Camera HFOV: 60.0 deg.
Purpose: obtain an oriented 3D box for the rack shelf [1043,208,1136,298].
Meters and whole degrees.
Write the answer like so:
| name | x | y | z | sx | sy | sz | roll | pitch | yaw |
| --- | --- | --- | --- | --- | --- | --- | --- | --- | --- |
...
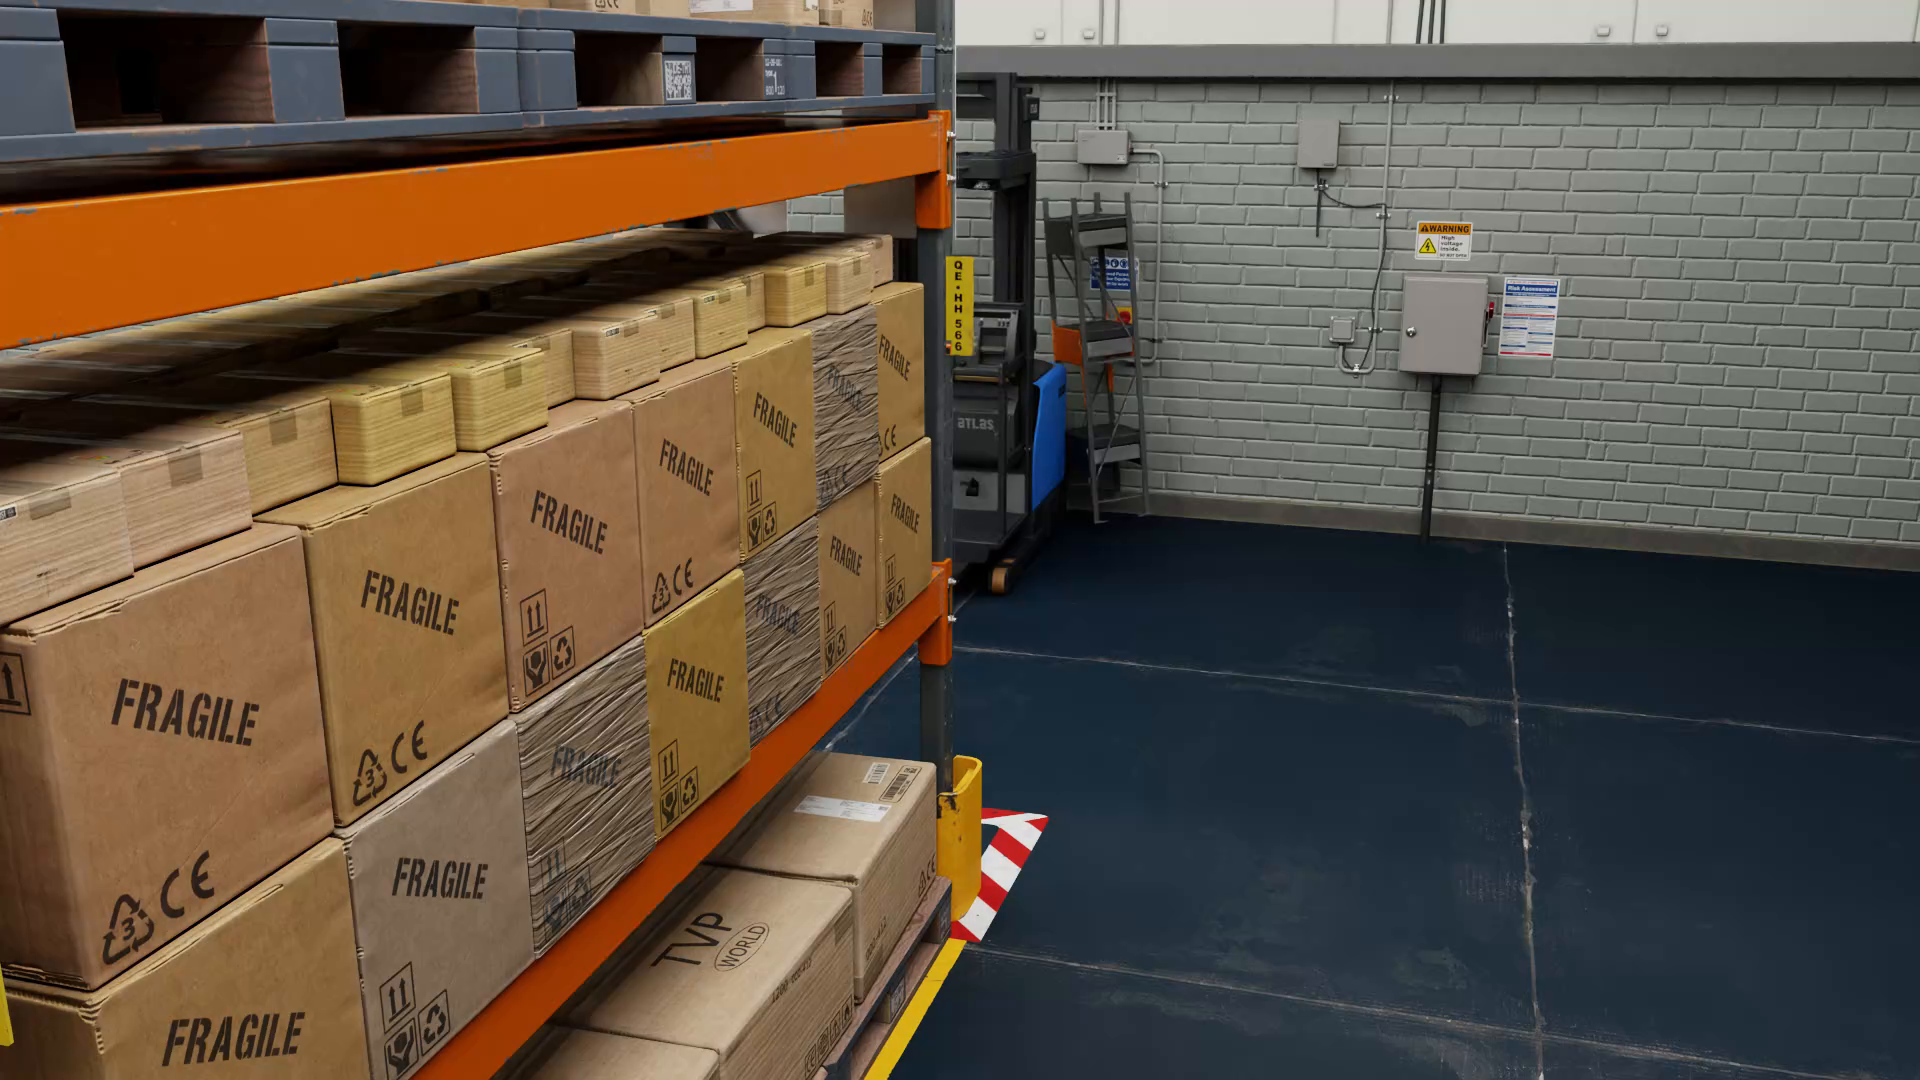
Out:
| name | x | y | z | sx | sy | sz | roll | pitch | yaw |
| --- | --- | --- | --- | --- | --- | --- | --- | --- | --- |
| rack shelf | 0.838 | -1.865 | 10.765 | 0.431 | 0.518 | 0.480 | -9 | 14 | -17 |

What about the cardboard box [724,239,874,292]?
| name | x | y | z | sx | sy | sz | roll | pitch | yaw |
| --- | --- | --- | --- | --- | --- | --- | --- | --- | --- |
| cardboard box | -0.480 | -0.811 | 4.987 | 0.380 | 0.149 | 0.250 | 5 | 17 | 17 |

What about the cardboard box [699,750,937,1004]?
| name | x | y | z | sx | sy | sz | roll | pitch | yaw |
| --- | --- | --- | --- | --- | --- | --- | --- | --- | --- |
| cardboard box | -0.612 | 1.064 | 5.509 | 0.875 | 0.438 | 0.875 | 4 | 16 | 14 |

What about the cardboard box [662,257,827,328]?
| name | x | y | z | sx | sy | sz | roll | pitch | yaw |
| --- | --- | --- | --- | --- | --- | --- | --- | --- | --- |
| cardboard box | -0.583 | -0.674 | 4.505 | 0.380 | 0.149 | 0.250 | 5 | 17 | 17 |

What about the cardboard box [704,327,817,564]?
| name | x | y | z | sx | sy | sz | roll | pitch | yaw |
| --- | --- | --- | --- | --- | --- | --- | --- | --- | --- |
| cardboard box | -0.693 | -0.264 | 4.247 | 0.500 | 0.500 | 0.500 | 5 | 16 | 16 |

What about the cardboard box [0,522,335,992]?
| name | x | y | z | sx | sy | sz | roll | pitch | yaw |
| --- | --- | --- | --- | --- | --- | --- | --- | --- | --- |
| cardboard box | -1.290 | 0.264 | 2.386 | 0.500 | 0.500 | 0.500 | 5 | 17 | 16 |

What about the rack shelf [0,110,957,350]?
| name | x | y | z | sx | sy | sz | roll | pitch | yaw |
| --- | --- | --- | --- | --- | --- | --- | --- | --- | --- |
| rack shelf | -1.089 | -0.721 | 3.696 | 1.077 | 0.370 | 4.000 | 5 | 16 | 16 |

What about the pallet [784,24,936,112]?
| name | x | y | z | sx | sy | sz | roll | pitch | yaw |
| --- | --- | --- | --- | --- | --- | --- | --- | --- | --- |
| pallet | -0.721 | -1.353 | 4.768 | 1.003 | 0.211 | 1.213 | 5 | 16 | 16 |

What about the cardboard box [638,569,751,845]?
| name | x | y | z | sx | sy | sz | roll | pitch | yaw |
| --- | --- | --- | --- | --- | --- | --- | --- | --- | --- |
| cardboard box | -0.832 | 0.353 | 3.906 | 0.500 | 0.500 | 0.500 | 5 | 17 | 18 |

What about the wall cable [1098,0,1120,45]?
| name | x | y | z | sx | sy | sz | roll | pitch | yaw |
| --- | --- | --- | --- | --- | --- | --- | --- | --- | --- |
| wall cable | 0.826 | -4.544 | 10.358 | 0.463 | 3.000 | 0.029 | 5 | 16 | 16 |

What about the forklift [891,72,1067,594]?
| name | x | y | z | sx | sy | sz | roll | pitch | yaw |
| --- | --- | --- | --- | --- | --- | --- | --- | --- | --- |
| forklift | -0.164 | -1.207 | 9.715 | 1.130 | 2.935 | 3.031 | 4 | 16 | 15 |

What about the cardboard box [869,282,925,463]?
| name | x | y | z | sx | sy | sz | roll | pitch | yaw |
| --- | --- | --- | --- | --- | --- | --- | --- | --- | --- |
| cardboard box | -0.429 | -0.532 | 5.193 | 0.500 | 0.500 | 0.500 | 5 | 17 | 18 |

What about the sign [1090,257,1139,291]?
| name | x | y | z | sx | sy | sz | roll | pitch | yaw |
| --- | --- | --- | --- | --- | --- | --- | --- | --- | --- |
| sign | 1.031 | -1.774 | 11.093 | 0.327 | 0.218 | 0.001 | 5 | 16 | 16 |

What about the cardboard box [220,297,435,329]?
| name | x | y | z | sx | sy | sz | roll | pitch | yaw |
| --- | --- | --- | --- | --- | --- | --- | --- | --- | --- |
| cardboard box | -1.396 | -0.442 | 3.688 | 0.380 | 0.149 | 0.250 | 5 | 16 | 16 |

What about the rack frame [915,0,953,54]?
| name | x | y | z | sx | sy | sz | roll | pitch | yaw |
| --- | --- | --- | --- | --- | --- | --- | --- | --- | --- |
| rack frame | -0.521 | -3.034 | 5.034 | 1.000 | 3.000 | 0.127 | 5 | 16 | 16 |

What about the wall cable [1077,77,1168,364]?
| name | x | y | z | sx | sy | sz | roll | pitch | yaw |
| --- | --- | --- | --- | --- | --- | --- | --- | --- | --- |
| wall cable | 1.059 | -2.128 | 10.917 | 0.585 | 1.953 | 0.123 | 5 | 16 | 16 |

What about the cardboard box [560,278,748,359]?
| name | x | y | z | sx | sy | sz | roll | pitch | yaw |
| --- | --- | --- | --- | --- | --- | --- | --- | --- | --- |
| cardboard box | -0.741 | -0.541 | 4.036 | 0.380 | 0.149 | 0.250 | 5 | 17 | 17 |

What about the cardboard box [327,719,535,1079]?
| name | x | y | z | sx | sy | sz | roll | pitch | yaw |
| --- | --- | --- | --- | --- | --- | --- | --- | --- | --- |
| cardboard box | -1.126 | 0.617 | 2.974 | 0.500 | 0.500 | 0.500 | 5 | 17 | 16 |

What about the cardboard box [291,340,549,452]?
| name | x | y | z | sx | sy | sz | roll | pitch | yaw |
| --- | --- | --- | --- | --- | --- | --- | --- | --- | --- |
| cardboard box | -0.996 | -0.271 | 3.082 | 0.380 | 0.149 | 0.250 | 4 | 16 | 14 |

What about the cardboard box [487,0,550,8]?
| name | x | y | z | sx | sy | sz | roll | pitch | yaw |
| --- | --- | --- | --- | --- | --- | --- | --- | --- | --- |
| cardboard box | -1.237 | -1.373 | 3.540 | 0.500 | 0.500 | 0.500 | 5 | 17 | 17 |

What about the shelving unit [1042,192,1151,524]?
| name | x | y | z | sx | sy | sz | roll | pitch | yaw |
| --- | --- | --- | --- | --- | --- | --- | --- | --- | --- |
| shelving unit | 0.898 | -1.200 | 10.924 | 0.431 | 2.100 | 0.503 | -9 | 14 | -17 |

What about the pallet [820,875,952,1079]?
| name | x | y | z | sx | sy | sz | roll | pitch | yaw |
| --- | --- | --- | --- | --- | --- | --- | --- | --- | --- |
| pallet | -0.673 | 1.409 | 5.474 | 1.003 | 0.211 | 1.213 | 5 | 16 | 16 |

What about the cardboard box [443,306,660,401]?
| name | x | y | z | sx | sy | sz | roll | pitch | yaw |
| --- | --- | --- | --- | --- | --- | --- | --- | --- | --- |
| cardboard box | -0.868 | -0.402 | 3.544 | 0.380 | 0.149 | 0.250 | 5 | 16 | 16 |

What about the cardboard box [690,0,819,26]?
| name | x | y | z | sx | sy | sz | roll | pitch | yaw |
| --- | --- | --- | --- | --- | --- | --- | --- | --- | --- |
| cardboard box | -0.605 | -1.479 | 4.558 | 0.380 | 0.149 | 0.250 | 3 | 16 | 12 |

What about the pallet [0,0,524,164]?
| name | x | y | z | sx | sy | sz | roll | pitch | yaw |
| --- | --- | --- | --- | --- | --- | --- | --- | --- | --- |
| pallet | -1.415 | -0.715 | 2.517 | 1.003 | 0.211 | 1.213 | 5 | 16 | 16 |

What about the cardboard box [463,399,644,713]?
| name | x | y | z | sx | sy | sz | roll | pitch | yaw |
| --- | --- | --- | --- | --- | --- | --- | --- | --- | --- |
| cardboard box | -0.984 | -0.001 | 3.319 | 0.500 | 0.500 | 0.500 | 5 | 17 | 17 |

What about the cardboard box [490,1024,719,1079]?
| name | x | y | z | sx | sy | sz | roll | pitch | yaw |
| --- | --- | --- | --- | --- | --- | --- | --- | --- | --- |
| cardboard box | -1.122 | 1.539 | 3.831 | 0.875 | 0.438 | 0.875 | 4 | 16 | 14 |

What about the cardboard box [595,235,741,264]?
| name | x | y | z | sx | sy | sz | roll | pitch | yaw |
| --- | --- | --- | --- | --- | --- | --- | --- | --- | --- |
| cardboard box | -0.893 | -0.843 | 5.101 | 0.380 | 0.149 | 0.250 | 5 | 17 | 17 |

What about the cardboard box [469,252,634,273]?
| name | x | y | z | sx | sy | sz | roll | pitch | yaw |
| --- | --- | --- | --- | --- | --- | --- | --- | --- | --- |
| cardboard box | -1.134 | -0.714 | 4.645 | 0.380 | 0.149 | 0.250 | 4 | 16 | 14 |

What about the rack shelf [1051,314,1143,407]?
| name | x | y | z | sx | sy | sz | roll | pitch | yaw |
| --- | --- | --- | --- | --- | --- | --- | --- | --- | --- |
| rack shelf | 0.899 | -1.187 | 10.927 | 0.431 | 0.518 | 0.480 | -9 | 14 | -17 |

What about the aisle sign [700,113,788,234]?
| name | x | y | z | sx | sy | sz | roll | pitch | yaw |
| --- | --- | --- | --- | --- | --- | --- | --- | --- | --- |
| aisle sign | -0.778 | -1.439 | 5.643 | 0.394 | 0.787 | 0.004 | 5 | 16 | 16 |

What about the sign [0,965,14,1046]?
| name | x | y | z | sx | sy | sz | roll | pitch | yaw |
| --- | --- | --- | --- | --- | --- | --- | --- | --- | --- |
| sign | -1.134 | 0.420 | 1.876 | 0.100 | 0.325 | 0.005 | 5 | 16 | 16 |

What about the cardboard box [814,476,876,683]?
| name | x | y | z | sx | sy | sz | roll | pitch | yaw |
| --- | --- | --- | --- | --- | --- | --- | --- | --- | --- |
| cardboard box | -0.561 | 0.081 | 4.863 | 0.500 | 0.500 | 0.500 | 4 | 16 | 15 |

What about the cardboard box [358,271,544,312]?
| name | x | y | z | sx | sy | sz | roll | pitch | yaw |
| --- | --- | --- | --- | --- | --- | --- | --- | --- | --- |
| cardboard box | -1.270 | -0.579 | 4.169 | 0.380 | 0.149 | 0.250 | 5 | 17 | 16 |

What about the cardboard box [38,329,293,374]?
| name | x | y | z | sx | sy | sz | roll | pitch | yaw |
| --- | --- | --- | --- | --- | --- | --- | --- | --- | --- |
| cardboard box | -1.524 | -0.308 | 3.215 | 0.380 | 0.149 | 0.250 | 4 | 16 | 15 |

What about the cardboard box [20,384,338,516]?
| name | x | y | z | sx | sy | sz | roll | pitch | yaw |
| --- | --- | --- | --- | --- | --- | --- | --- | --- | --- |
| cardboard box | -1.229 | -0.143 | 2.633 | 0.380 | 0.149 | 0.250 | 4 | 16 | 15 |

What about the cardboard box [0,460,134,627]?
| name | x | y | z | sx | sy | sz | roll | pitch | yaw |
| --- | --- | --- | --- | --- | --- | --- | --- | --- | --- |
| cardboard box | -1.319 | -0.005 | 2.145 | 0.380 | 0.149 | 0.250 | 4 | 16 | 15 |

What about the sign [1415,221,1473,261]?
| name | x | y | z | sx | sy | sz | roll | pitch | yaw |
| --- | --- | --- | --- | --- | --- | --- | --- | --- | --- |
| sign | 3.038 | -1.879 | 10.444 | 0.339 | 0.242 | 0.001 | 5 | 16 | 16 |

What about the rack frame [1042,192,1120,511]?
| name | x | y | z | sx | sy | sz | roll | pitch | yaw |
| --- | --- | --- | --- | --- | --- | --- | --- | --- | --- |
| rack frame | 0.821 | -1.247 | 11.150 | 0.400 | 2.100 | 0.015 | -9 | 14 | -17 |

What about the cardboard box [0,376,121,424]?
| name | x | y | z | sx | sy | sz | roll | pitch | yaw |
| --- | --- | --- | --- | --- | --- | --- | --- | --- | --- |
| cardboard box | -1.616 | -0.172 | 2.736 | 0.380 | 0.149 | 0.250 | 5 | 16 | 16 |
